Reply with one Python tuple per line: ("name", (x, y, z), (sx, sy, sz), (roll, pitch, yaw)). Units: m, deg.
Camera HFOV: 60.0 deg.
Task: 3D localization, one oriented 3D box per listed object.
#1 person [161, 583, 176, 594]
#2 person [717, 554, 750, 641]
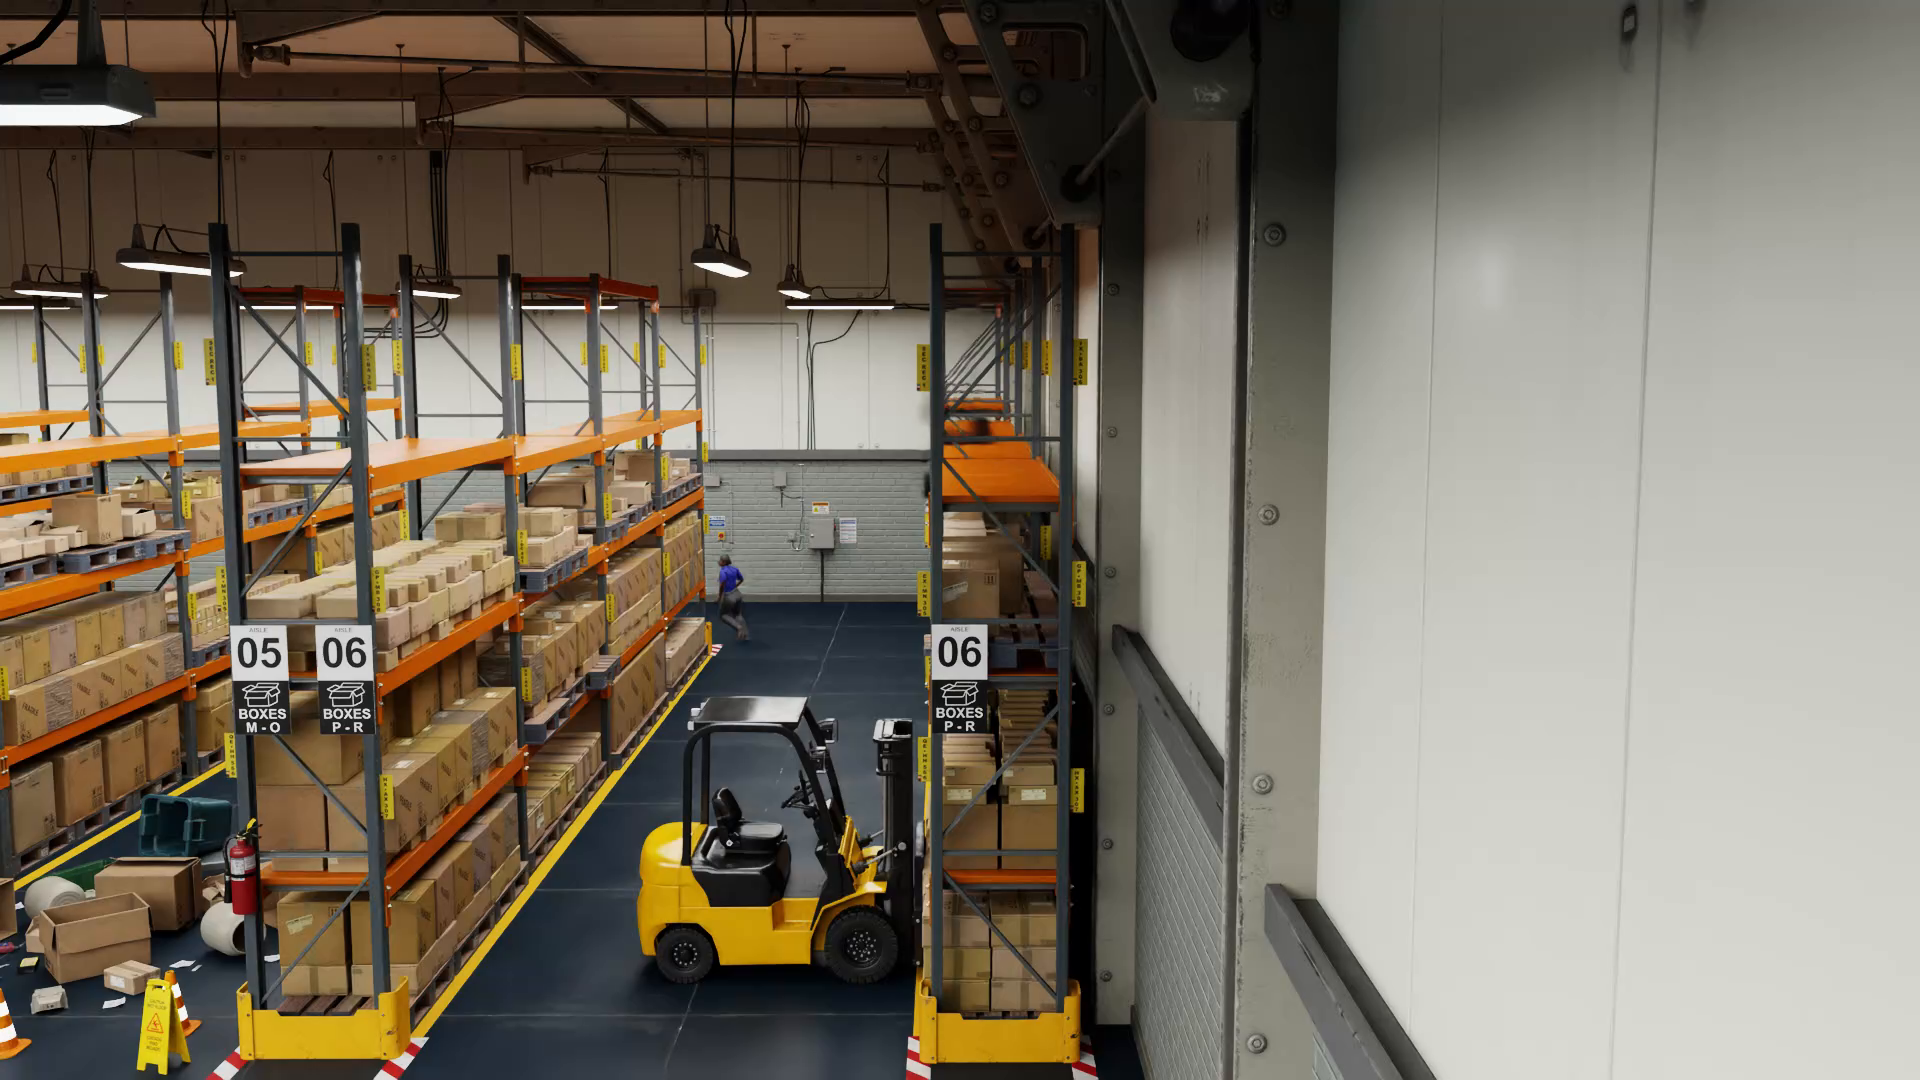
("person", (-11.453, 1.512, 24.144), (0.721, 1.699, 0.578), (1, 7, 6))
("person", (-4.048, 1.018, 29.063), (0.533, 1.570, 0.715), (5, 8, 37))
